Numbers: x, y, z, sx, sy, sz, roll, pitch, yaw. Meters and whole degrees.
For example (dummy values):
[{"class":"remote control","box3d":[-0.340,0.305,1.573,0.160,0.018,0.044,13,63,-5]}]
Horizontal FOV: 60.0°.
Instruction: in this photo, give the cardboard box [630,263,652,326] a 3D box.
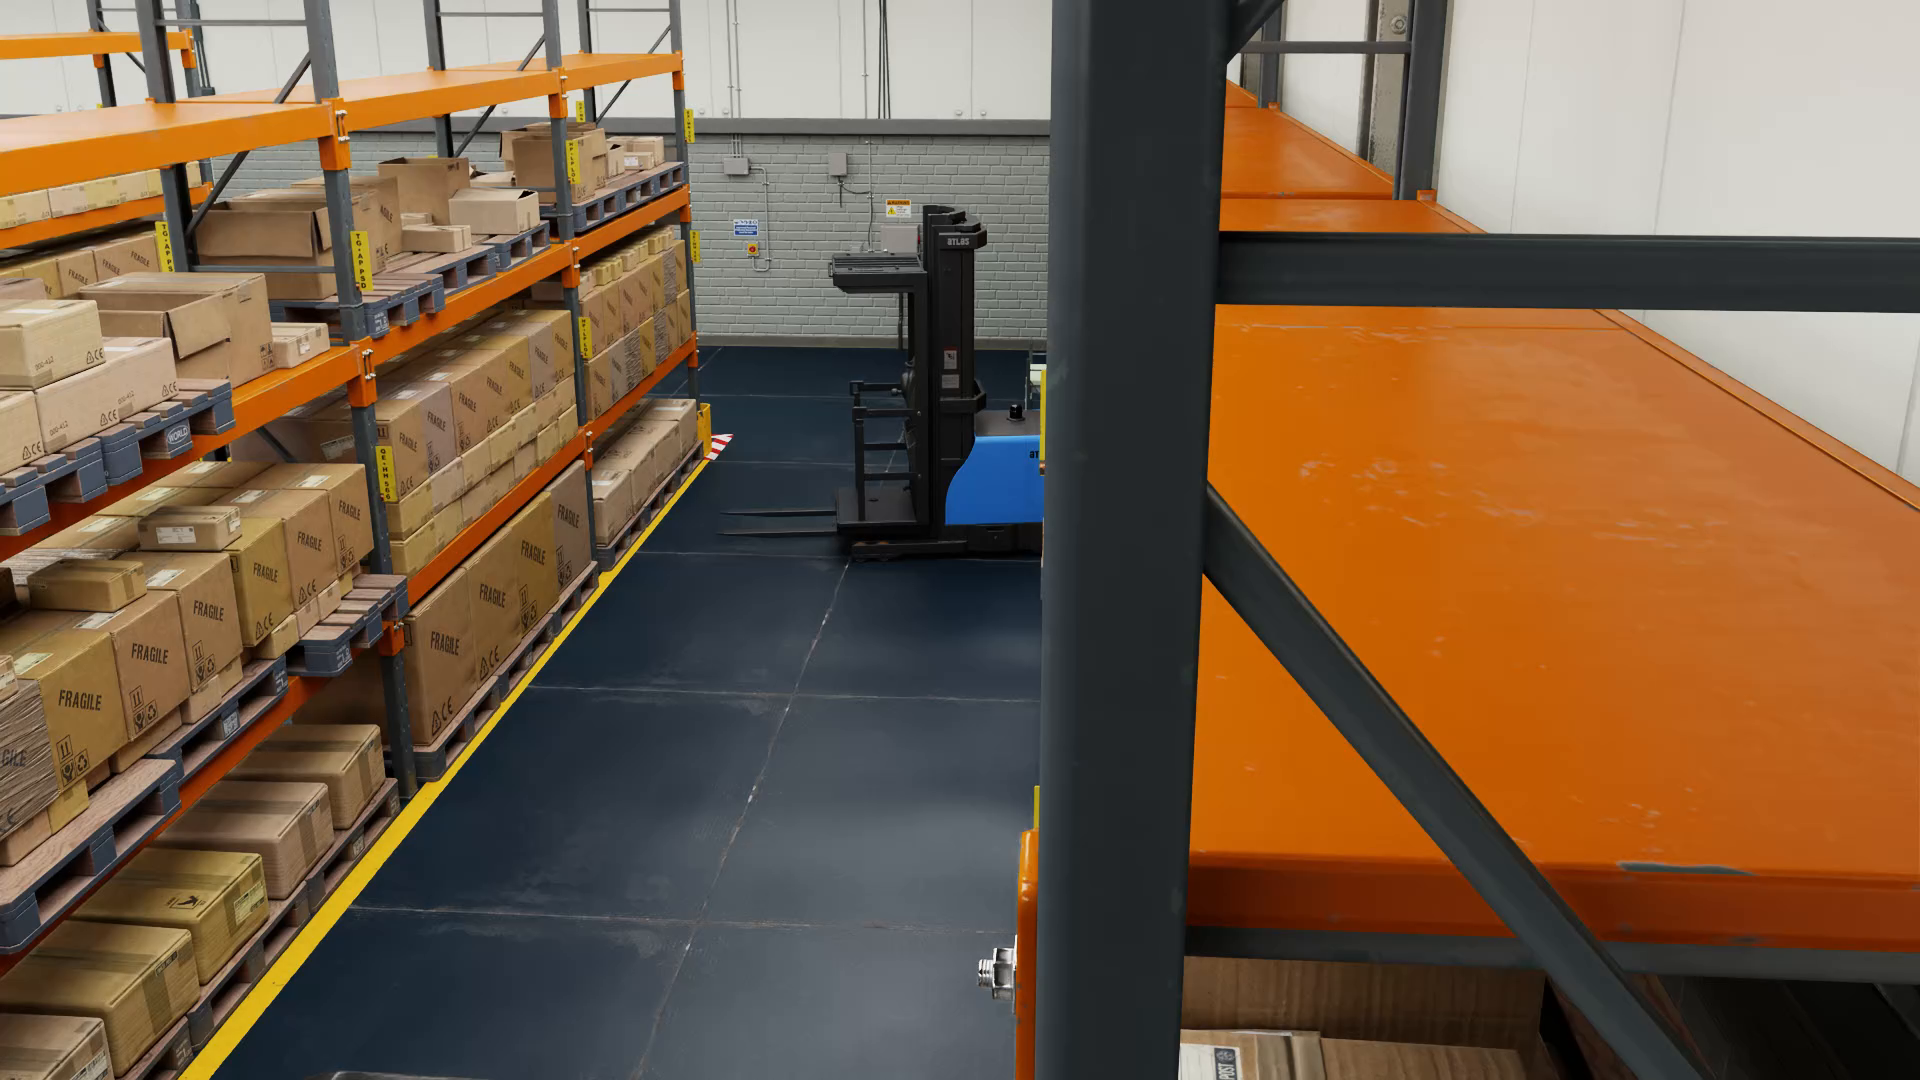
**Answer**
[{"class":"cardboard box","box3d":[-3.139,-2.253,15.216,0.500,0.500,0.500,1,18,4]}]

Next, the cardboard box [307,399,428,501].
[{"class":"cardboard box","box3d":[-3.551,-0.544,10.000,0.500,0.500,0.500,1,18,2]}]

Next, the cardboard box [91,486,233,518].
[{"class":"cardboard box","box3d":[-4.124,0.035,8.688,0.500,0.500,0.500,2,18,7]}]

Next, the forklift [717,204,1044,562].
[{"class":"forklift","box3d":[-0.620,-1.377,14.417,3.031,2.935,1.130,-2,18,-5]}]

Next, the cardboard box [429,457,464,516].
[{"class":"cardboard box","box3d":[-3.510,-0.352,10.619,0.500,0.250,0.500,2,18,5]}]

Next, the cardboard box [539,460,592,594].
[{"class":"cardboard box","box3d":[-3.508,-0.111,13.184,0.875,0.875,0.875,2,18,6]}]

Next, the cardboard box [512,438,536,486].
[{"class":"cardboard box","box3d":[-3.417,-0.585,12.133,0.500,0.250,0.500,1,18,2]}]

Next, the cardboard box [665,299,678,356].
[{"class":"cardboard box","box3d":[-3.078,-2.095,16.337,0.500,0.500,0.500,1,18,3]}]

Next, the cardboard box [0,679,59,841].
[{"class":"cardboard box","box3d":[-3.797,0.841,6.226,0.500,0.500,0.500,2,18,5]}]

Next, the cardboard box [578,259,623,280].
[{"class":"cardboard box","box3d":[-3.157,-2.357,14.491,0.380,0.149,0.250,1,18,2]}]

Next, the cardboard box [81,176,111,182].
[{"class":"cardboard box","box3d":[-8.103,-3.406,15.121,0.500,0.250,0.500,0,18,2]}]

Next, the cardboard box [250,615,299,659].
[{"class":"cardboard box","box3d":[-3.571,0.481,8.366,0.380,0.149,0.250,2,18,5]}]

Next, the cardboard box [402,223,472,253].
[{"class":"cardboard box","box3d":[-3.530,-2.039,11.213,0.380,0.166,0.250,3,18,9]}]

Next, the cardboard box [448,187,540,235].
[{"class":"cardboard box","box3d":[-3.397,-2.420,12.143,0.500,0.311,0.500,1,18,4]}]

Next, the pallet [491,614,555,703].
[{"class":"pallet","box3d":[-3.609,0.830,12.050,1.003,0.211,1.213,1,18,4]}]

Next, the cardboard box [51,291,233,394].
[{"class":"cardboard box","box3d":[-3.911,-0.874,7.789,0.797,0.503,0.637,1,18,4]}]

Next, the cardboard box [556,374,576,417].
[{"class":"cardboard box","box3d":[-3.333,-1.140,13.022,0.500,0.250,0.500,1,18,4]}]

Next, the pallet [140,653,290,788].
[{"class":"pallet","box3d":[-3.931,0.833,7.871,1.003,0.211,1.213,1,18,4]}]

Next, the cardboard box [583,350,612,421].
[{"class":"cardboard box","box3d":[-3.249,-1.303,13.923,0.500,0.500,0.500,2,18,6]}]

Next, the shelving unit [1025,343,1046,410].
[{"class":"shelving unit","box3d":[0.834,-1.045,15.701,0.431,1.500,0.755,1,18,4]}]

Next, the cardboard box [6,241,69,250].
[{"class":"cardboard box","box3d":[-8.621,-2.492,15.466,0.500,0.500,0.500,1,18,2]}]

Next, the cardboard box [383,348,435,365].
[{"class":"cardboard box","box3d":[-3.940,-1.033,11.493,0.500,0.500,0.500,1,18,3]}]

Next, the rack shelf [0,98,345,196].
[{"class":"rack shelf","box3d":[-3.974,-1.571,7.065,1.077,0.370,4.000,1,18,4]}]

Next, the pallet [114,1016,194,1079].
[{"class":"pallet","box3d":[-4.063,2.452,7.101,1.003,0.211,1.213,1,18,4]}]

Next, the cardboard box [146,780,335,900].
[{"class":"cardboard box","box3d":[-3.926,1.580,8.829,0.950,0.372,0.625,1,18,3]}]

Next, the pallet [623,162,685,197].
[{"class":"pallet","box3d":[-3.300,-3.511,16.146,1.003,0.211,1.213,1,18,4]}]

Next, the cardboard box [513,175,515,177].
[{"class":"cardboard box","box3d":[-3.798,-2.957,13.880,0.380,0.149,0.250,2,18,5]}]

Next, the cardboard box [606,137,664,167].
[{"class":"cardboard box","box3d":[-3.199,-3.818,16.345,0.500,0.250,0.500,0,18,-1]}]

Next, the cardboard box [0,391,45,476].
[{"class":"cardboard box","box3d":[-3.675,-0.358,5.946,0.500,0.250,0.500,1,18,2]}]

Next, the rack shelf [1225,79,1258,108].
[{"class":"rack shelf","box3d":[1.264,-2.704,10.521,1.077,0.370,4.000,1,18,4]}]

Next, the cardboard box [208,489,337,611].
[{"class":"cardboard box","box3d":[-3.612,0.046,8.652,0.500,0.500,0.500,1,18,3]}]

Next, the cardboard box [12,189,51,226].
[{"class":"cardboard box","box3d":[-8.165,-2.843,14.205,0.500,0.250,0.500,1,18,3]}]

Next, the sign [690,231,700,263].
[{"class":"sign","box3d":[-2.717,-3.005,17.035,0.100,0.325,0.005,1,18,4]}]

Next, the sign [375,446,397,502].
[{"class":"sign","box3d":[-3.288,-0.377,9.524,0.100,0.325,0.005,1,18,4]}]

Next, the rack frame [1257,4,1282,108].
[{"class":"rack frame","box3d":[1.121,-2.615,8.451,1.000,3.000,0.127,1,18,4]}]

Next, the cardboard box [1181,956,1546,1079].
[{"class":"cardboard box","box3d":[0.509,0.542,2.639,0.700,0.500,0.500,1,18,4]}]

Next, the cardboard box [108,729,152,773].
[{"class":"cardboard box","box3d":[-3.731,0.878,7.156,0.380,0.149,0.250,2,18,5]}]

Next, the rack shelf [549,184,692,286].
[{"class":"rack shelf","box3d":[-3.400,-2.821,15.052,1.077,0.370,4.000,1,18,4]}]

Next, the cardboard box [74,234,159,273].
[{"class":"cardboard box","box3d":[-8.051,-2.635,15.902,0.500,0.500,0.500,2,18,7]}]

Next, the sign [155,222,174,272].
[{"class":"sign","box3d":[-4.383,-1.597,9.206,0.100,0.325,0.005,1,18,4]}]

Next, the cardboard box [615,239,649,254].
[{"class":"cardboard box","box3d":[-3.160,-2.755,15.705,0.380,0.149,0.250,1,18,3]}]

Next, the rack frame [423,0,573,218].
[{"class":"rack frame","box3d":[-3.544,-3.967,12.577,1.000,3.000,0.127,1,18,4]}]

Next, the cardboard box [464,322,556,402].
[{"class":"cardboard box","box3d":[-3.355,-1.333,12.409,0.500,0.500,0.500,2,18,5]}]

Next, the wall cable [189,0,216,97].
[{"class":"wall cable","box3d":[-9.298,-8.638,21.668,2.277,5.999,0.120,1,18,4]}]

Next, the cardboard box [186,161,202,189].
[{"class":"cardboard box","box3d":[-7.970,-3.644,16.651,0.500,0.250,0.500,1,18,3]}]

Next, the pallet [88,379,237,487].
[{"class":"pallet","box3d":[-3.895,-0.479,7.052,1.213,0.211,1.003,1,18,4]}]

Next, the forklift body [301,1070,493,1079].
[{"class":"forklift body","box3d":[-1.136,2.494,3.857,2.313,2.155,1.214,1,18,4]}]

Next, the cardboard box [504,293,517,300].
[{"class":"cardboard box","box3d":[-3.839,-2.050,13.553,0.380,0.149,0.250,1,18,3]}]
